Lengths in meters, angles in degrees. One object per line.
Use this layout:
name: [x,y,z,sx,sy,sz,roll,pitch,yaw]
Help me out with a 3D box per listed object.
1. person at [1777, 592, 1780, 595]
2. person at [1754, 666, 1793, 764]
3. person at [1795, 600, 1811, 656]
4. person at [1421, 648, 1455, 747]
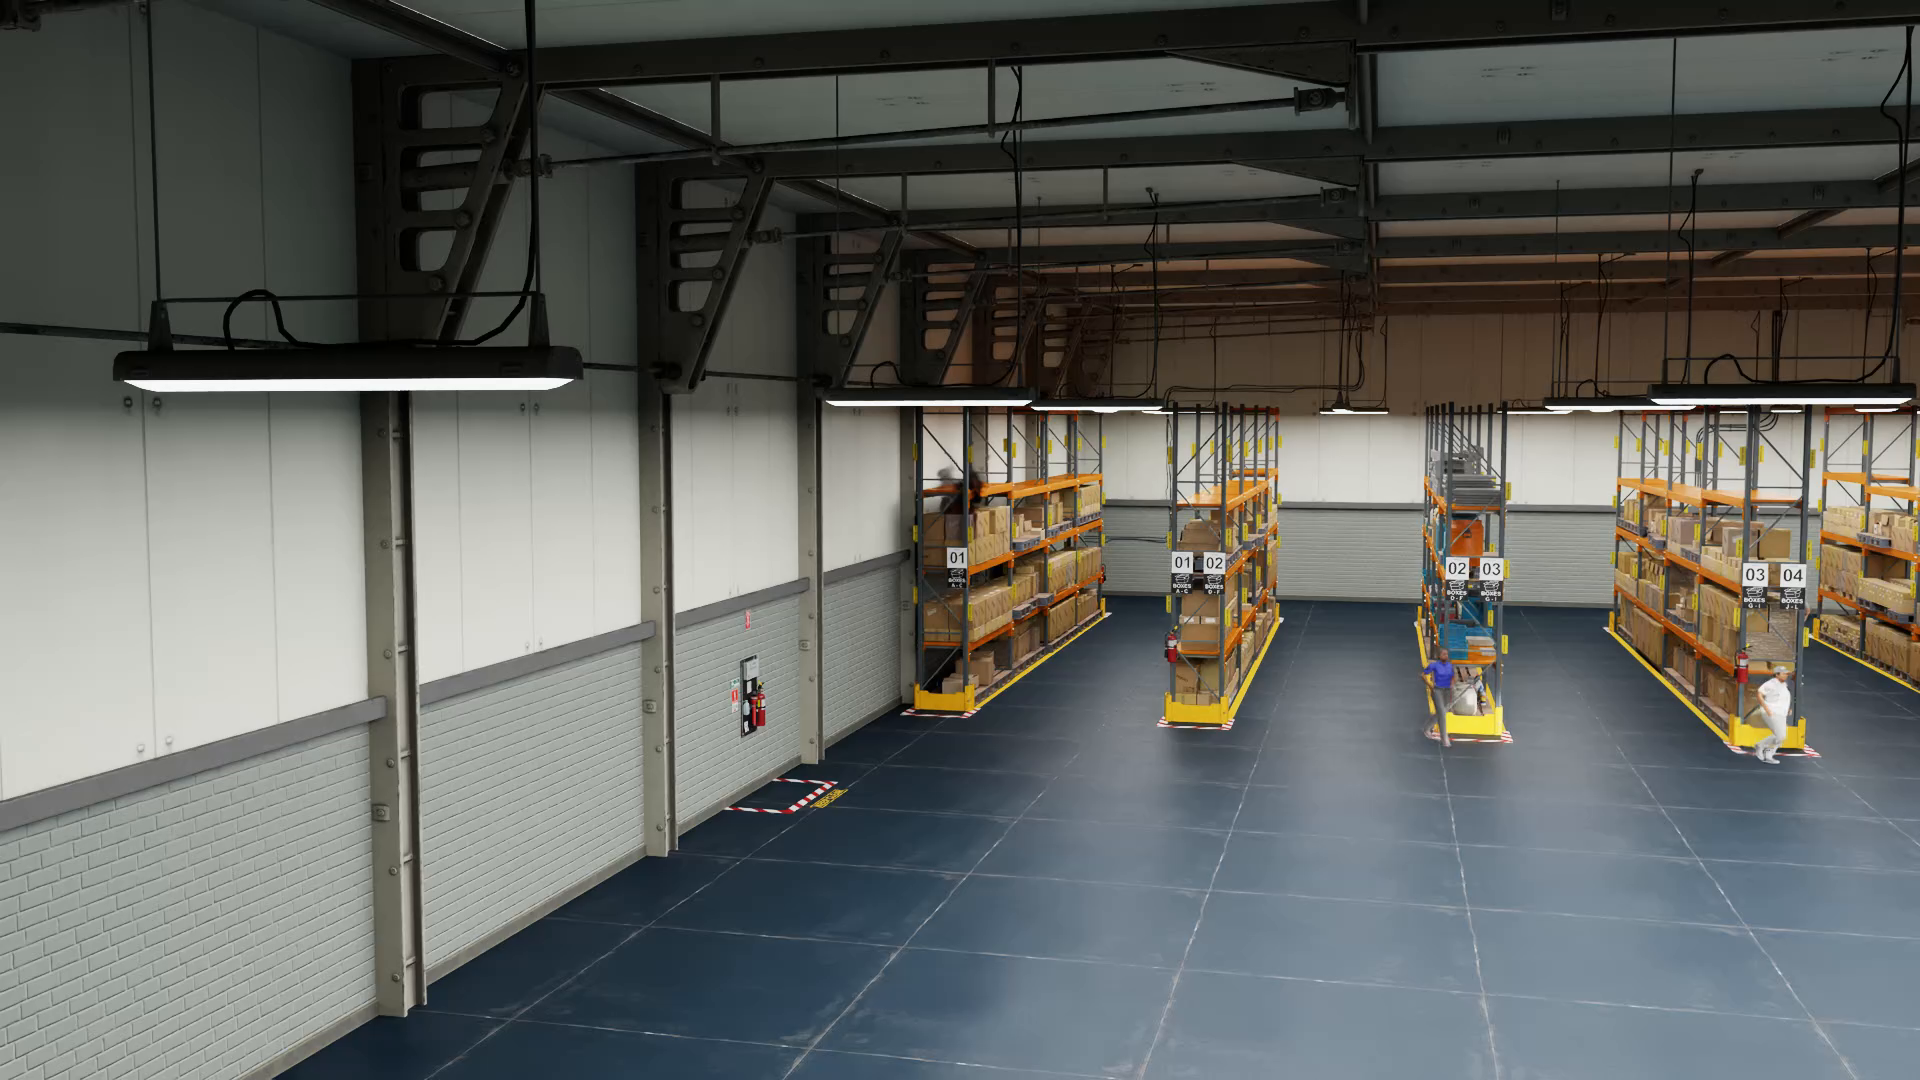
person: [21.072,1.589,43.823,0.965,1.726,0.738,-1,4,-17]
person: [13.481,2.884,27.500,0.642,1.621,0.509,-3,5,-35]
person: [20.100,1.961,39.934,0.579,1.639,0.547,1,4,18]
person: [8.451,2.747,29.204,0.616,1.708,0.788,-2,5,-23]
